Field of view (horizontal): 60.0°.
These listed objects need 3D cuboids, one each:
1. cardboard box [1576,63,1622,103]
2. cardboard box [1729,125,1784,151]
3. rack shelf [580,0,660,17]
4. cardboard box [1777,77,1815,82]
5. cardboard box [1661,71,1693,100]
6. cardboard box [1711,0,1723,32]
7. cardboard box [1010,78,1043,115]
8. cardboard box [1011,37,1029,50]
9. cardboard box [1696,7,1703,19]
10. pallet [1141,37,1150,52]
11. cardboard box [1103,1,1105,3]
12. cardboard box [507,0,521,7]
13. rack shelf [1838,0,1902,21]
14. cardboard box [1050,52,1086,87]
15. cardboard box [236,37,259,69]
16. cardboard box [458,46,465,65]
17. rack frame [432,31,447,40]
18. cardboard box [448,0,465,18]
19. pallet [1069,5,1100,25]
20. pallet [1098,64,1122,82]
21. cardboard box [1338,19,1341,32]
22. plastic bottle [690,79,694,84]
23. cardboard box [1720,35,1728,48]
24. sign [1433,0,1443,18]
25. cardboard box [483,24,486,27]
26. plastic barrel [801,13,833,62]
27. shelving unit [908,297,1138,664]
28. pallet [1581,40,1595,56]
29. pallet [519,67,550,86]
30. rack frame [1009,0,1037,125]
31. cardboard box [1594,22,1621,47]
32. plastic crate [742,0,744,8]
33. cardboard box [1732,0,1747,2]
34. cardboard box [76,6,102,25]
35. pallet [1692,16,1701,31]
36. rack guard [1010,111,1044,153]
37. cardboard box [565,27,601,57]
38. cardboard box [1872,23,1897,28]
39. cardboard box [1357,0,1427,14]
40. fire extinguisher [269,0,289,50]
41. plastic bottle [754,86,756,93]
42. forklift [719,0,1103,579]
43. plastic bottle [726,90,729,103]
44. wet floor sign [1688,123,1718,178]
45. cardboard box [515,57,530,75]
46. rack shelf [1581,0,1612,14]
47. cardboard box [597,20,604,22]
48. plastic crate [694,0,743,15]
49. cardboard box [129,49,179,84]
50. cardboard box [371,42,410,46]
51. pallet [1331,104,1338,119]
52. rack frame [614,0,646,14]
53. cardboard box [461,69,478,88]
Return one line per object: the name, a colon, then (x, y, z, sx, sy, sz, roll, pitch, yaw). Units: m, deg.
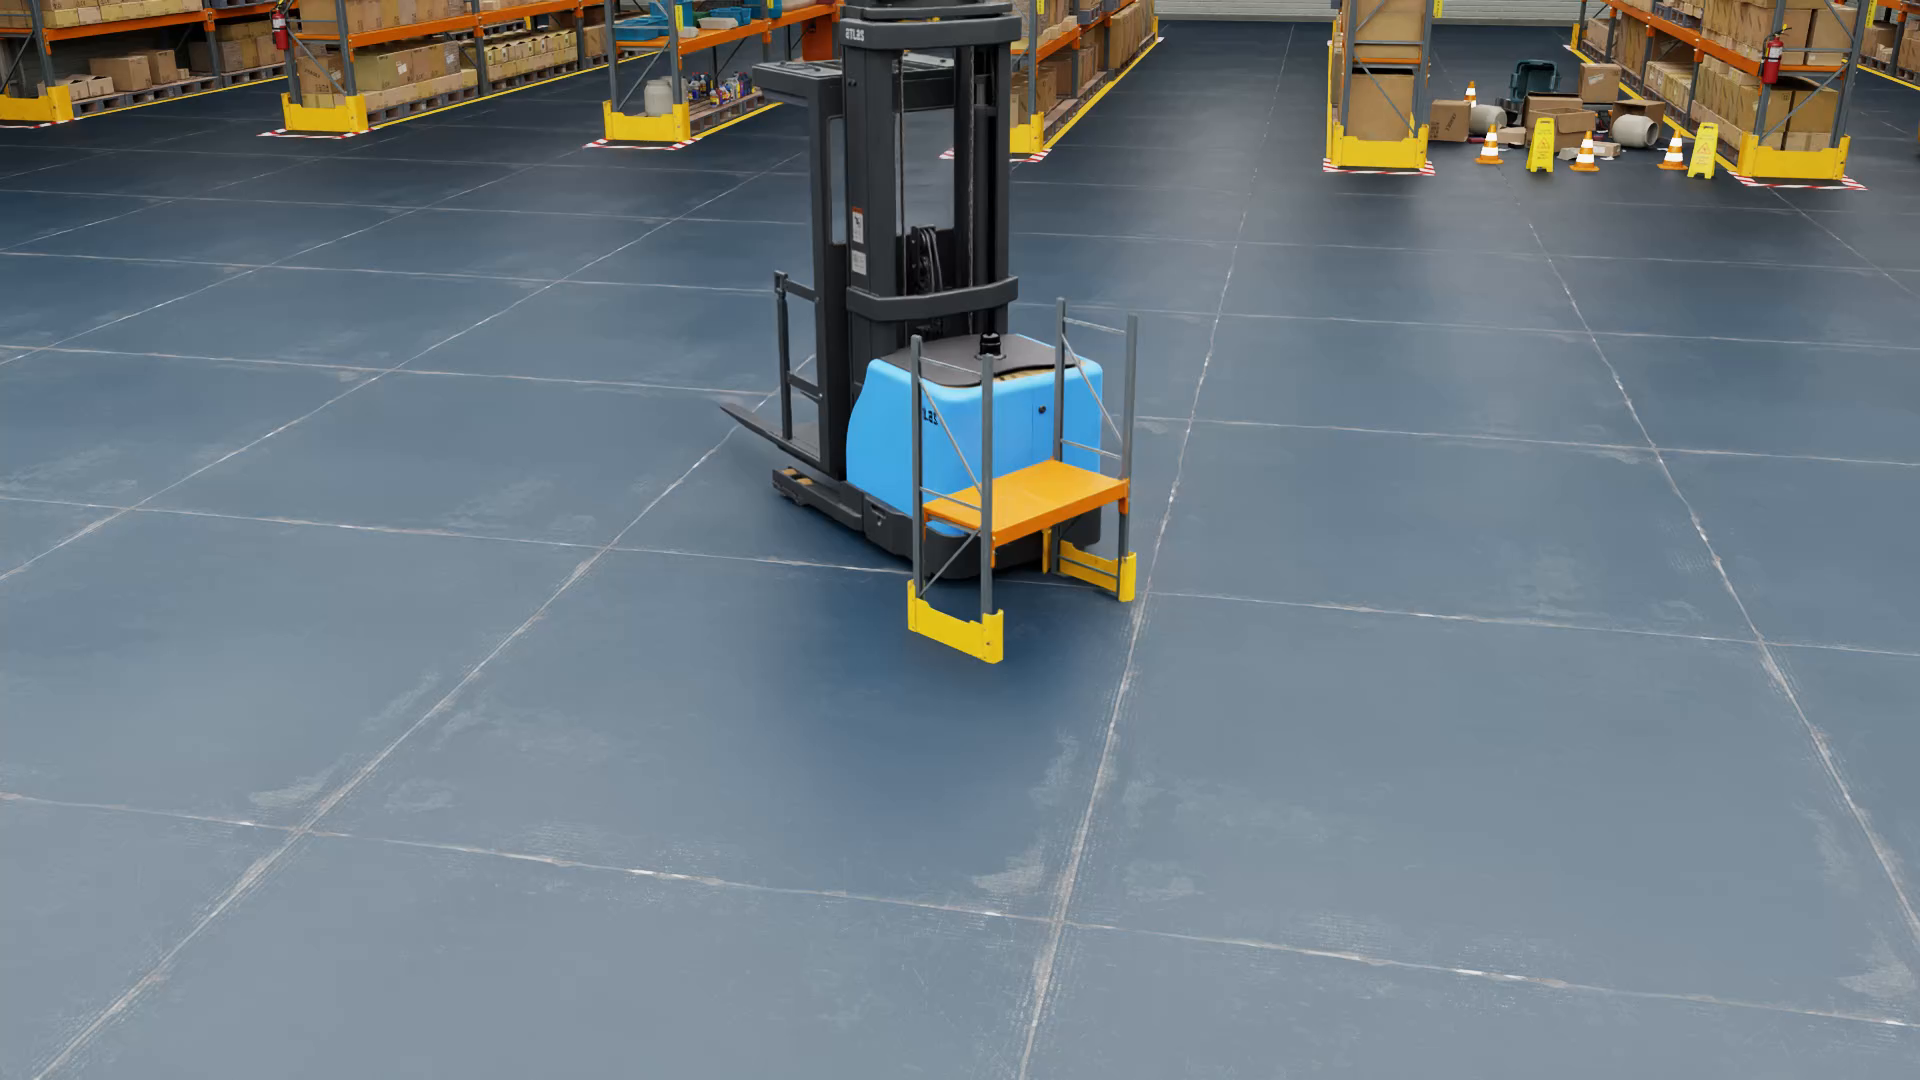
cardboard box: (9.274, -6.637, 24.151, 0.500, 0.500, 0.500, 4, 22, 11)
cardboard box: (10.113, -5.102, 21.126, 0.500, 0.250, 0.500, 4, 22, 11)
rack shelf: (-7.151, -10.694, 32.853, 1.077, 0.370, 4.000, 4, 22, 11)
cardboard box: (10.859, -5.782, 21.810, 0.500, 0.500, 0.500, 5, 22, 12)
cardboard box: (11.411, -7.006, 25.690, 0.950, 0.372, 0.625, 5, 23, 13)
cardboard box: (10.581, -7.180, 22.635, 0.500, 0.500, 0.500, 4, 22, 11)
cardboard box: (0.884, -6.325, 23.826, 0.500, 0.500, 0.500, 7, 23, 16)
cardboard box: (0.797, -6.583, 22.020, 0.380, 0.149, 0.250, 4, 22, 11)
cardboard box: (10.858, -7.608, 24.004, 0.380, 0.149, 0.250, 5, 22, 12)
pallet: (3.432, -10.428, 34.964, 1.003, 0.211, 1.213, 4, 22, 11)
cardboard box: (2.503, -9.743, 29.395, 0.500, 0.500, 0.500, 5, 22, 12)
cardboard box: (-7.993, -9.535, 28.879, 0.500, 0.500, 0.500, 4, 22, 11)
rack shelf: (17.923, -10.267, 31.795, 1.077, 0.370, 4.000, 4, 22, 11)
cardboard box: (1.697, -7.721, 27.268, 0.700, 0.500, 0.500, 3, 22, 6)
cardboard box: (-13.036, -8.717, 29.740, 0.700, 0.500, 0.500, 4, 22, 10)
cardboard box: (-8.574, -8.182, 28.023, 0.500, 0.311, 0.500, 4, 22, 11)
rack frame: (-11.593, -12.135, 35.469, 1.000, 3.000, 0.127, 4, 22, 11)
cardboard box: (-8.460, -8.716, 26.847, 0.700, 0.500, 0.500, 4, 22, 10)
pallet: (1.620, -8.256, 26.094, 1.003, 0.211, 1.213, 4, 22, 11)
pallet: (2.372, -8.528, 30.247, 1.003, 0.211, 1.213, 4, 22, 11)
cardboard box: (7.165, -9.339, 30.307, 0.500, 0.250, 0.500, 5, 23, 13)
plastic bottle: (-4.130, -7.003, 25.790, 0.097, 0.271, 0.097, 0, 22, 0)
cardboard box: (10.374, -6.646, 22.178, 0.380, 0.149, 0.250, 5, 22, 11)
sign: (5.882, -6.592, 20.442, 0.100, 0.325, 0.005, 4, 22, 11)
cardboard box: (-11.128, -11.807, 37.439, 0.700, 0.500, 0.500, 5, 22, 12)
plastic barrel: (-2.628, -9.285, 30.736, 0.600, 0.830, 0.708, 4, 22, 11)
shelving unit: (0.323, -0.324, 8.152, 0.587, 1.500, 1.083, 20, 29, 41)
pallet: (13.385, -10.118, 34.193, 1.003, 0.211, 1.213, 4, 22, 11)
pallet: (-8.017, -8.259, 29.579, 1.003, 0.211, 1.213, 4, 22, 11)
rack frame: (0.505, -6.613, 21.759, 1.000, 3.000, 0.127, 4, 22, 11)
cardboard box: (13.256, -10.132, 33.362, 0.875, 0.438, 0.875, 5, 22, 12)
plastic crate: (-3.728, -8.684, 26.815, 0.402, 0.464, 0.583, 4, 22, 11)
cardboard box: (10.211, -7.089, 21.069, 0.700, 0.500, 0.500, 4, 22, 10)
cardboard box: (-13.540, -8.031, 25.454, 0.500, 0.250, 0.500, 4, 22, 9)
pallet: (11.321, -7.500, 24.218, 1.003, 0.211, 1.213, 4, 22, 11)
rack guard: (0.521, -5.482, 22.295, 1.175, 0.500, 0.348, 4, 22, 11)
cardboard box: (-7.187, -9.485, 31.647, 0.500, 0.500, 0.500, 5, 23, 13)
cardboard box: (17.901, -9.842, 32.559, 0.700, 0.500, 0.500, 5, 23, 13)
cardboard box: (5.454, -6.902, 20.829, 0.875, 0.550, 0.550, 4, 22, 11)
fire extinguisher: (-9.671, -7.326, 23.633, 0.296, 0.674, 0.183, 4, 22, 11)
plastic bottle: (-3.296, -7.204, 26.381, 0.097, 0.201, 0.097, 0, 22, 0)
forklift: (-0.466, -1.650, 9.527, 1.130, 2.935, 3.031, -14, 26, -31)
plastic bottle: (-3.558, -6.735, 25.217, 0.097, 0.201, 0.097, 0, 22, 0)
wet floor sign: (9.120, -4.778, 20.354, 0.267, 0.644, 0.232, 13, 25, 29)
cardboard box: (-7.842, -8.257, 28.960, 0.500, 0.250, 0.500, 4, 22, 9)
rack shelf: (13.063, -10.644, 32.731, 1.077, 0.370, 4.000, 4, 22, 11)
cardboard box: (-7.392, -10.082, 33.129, 0.500, 0.500, 0.500, 4, 22, 9)
plastic crate: (-3.759, -8.243, 25.890, 0.767, 0.338, 0.504, 4, 22, 11)
cardboard box: (-13.399, -7.871, 27.639, 0.500, 0.500, 0.500, 3, 22, 7)
cardboard box: (-8.981, -7.589, 26.295, 0.500, 0.500, 0.500, 4, 22, 11)
pallet: (6.240, -6.656, 25.597, 1.003, 0.211, 1.213, 4, 22, 11)
rack frame: (-6.743, -11.759, 34.535, 1.000, 3.000, 0.127, 4, 22, 11)
cardboard box: (-8.256, -7.566, 27.243, 0.500, 0.250, 0.500, 4, 22, 11)
